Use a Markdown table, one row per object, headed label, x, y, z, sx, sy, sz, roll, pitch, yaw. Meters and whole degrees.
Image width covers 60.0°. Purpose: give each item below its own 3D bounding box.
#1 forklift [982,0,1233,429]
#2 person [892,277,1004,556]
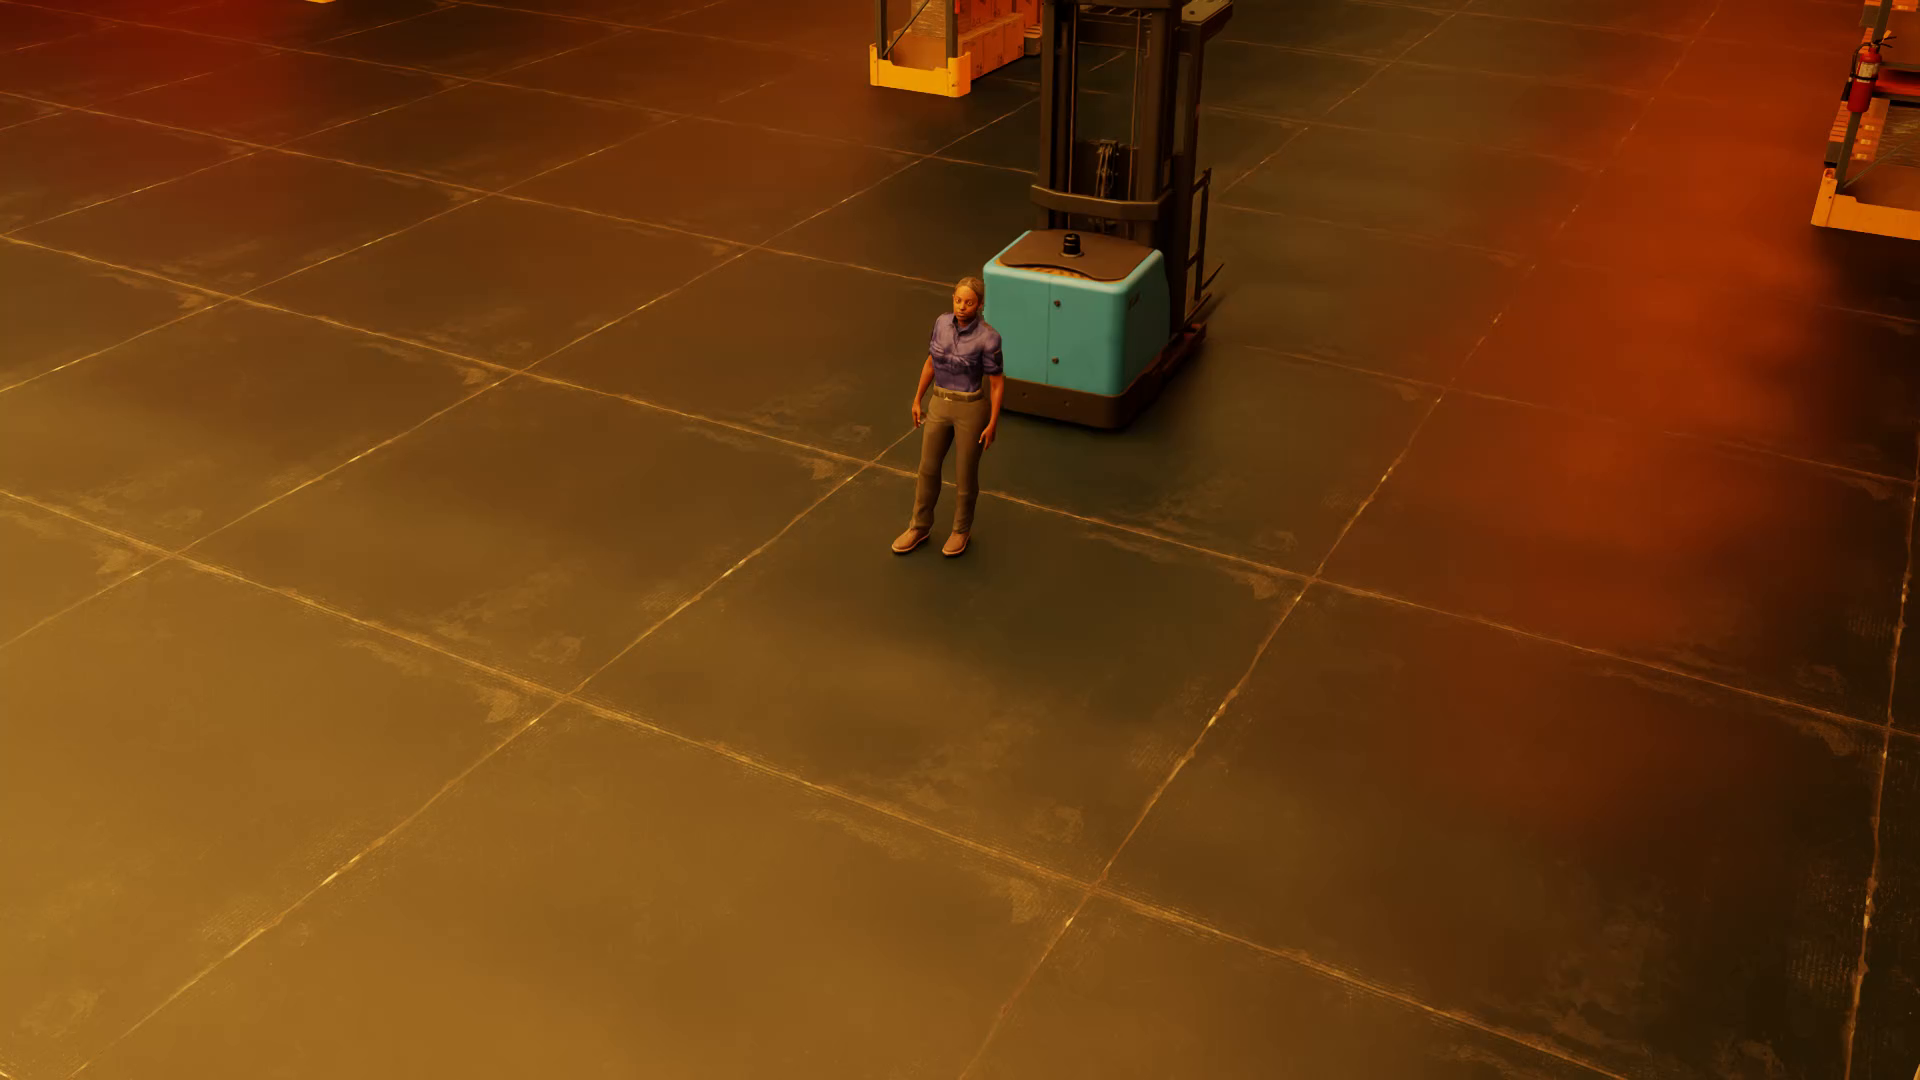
| label | x | y | z | sx | sy | sz | roll | pitch | yaw |
| --- | --- | --- | --- | --- | --- | --- | --- | --- | --- |
| forklift | 1.209 | -2.730 | 11.801 | 1.130 | 2.935 | 3.031 | 13 | 32 | 21 |
| person | -0.060 | -0.687 | 9.529 | 0.569 | 1.649 | 0.504 | 15 | 33 | 25 |
